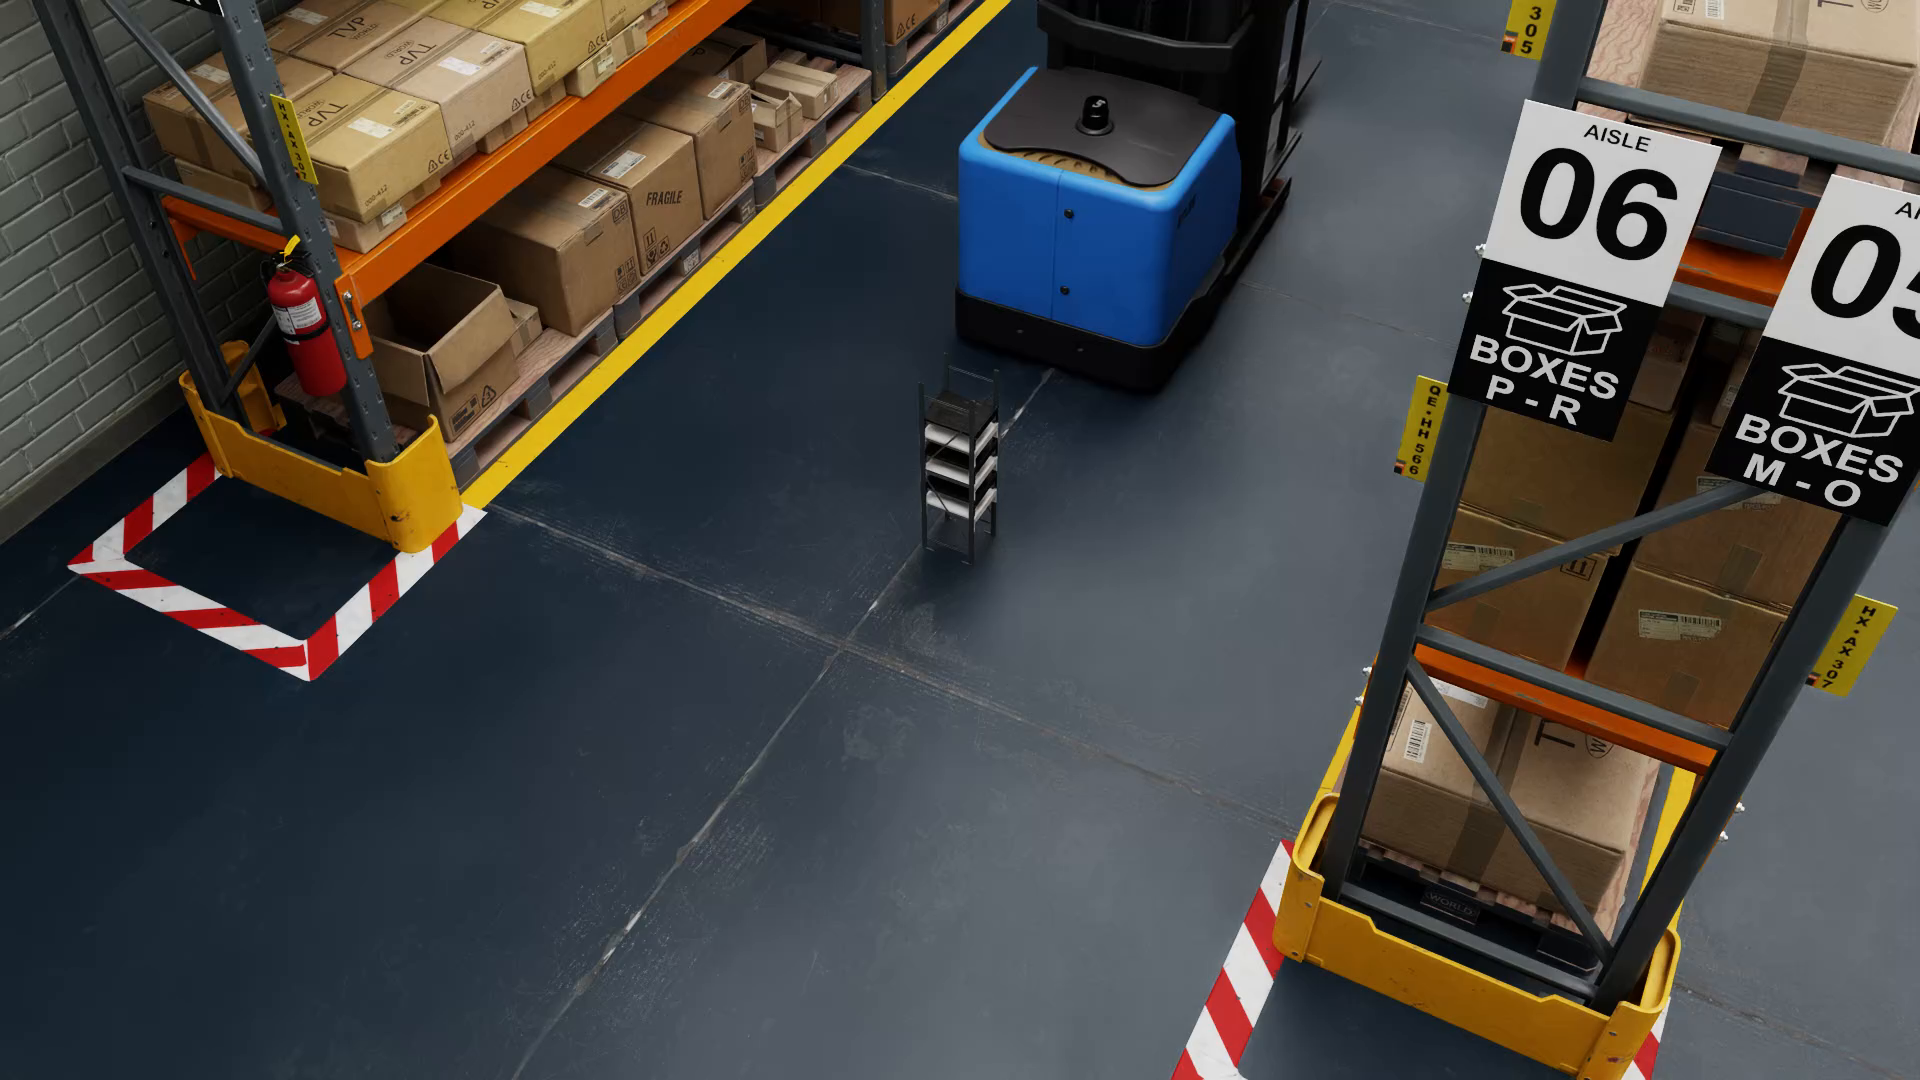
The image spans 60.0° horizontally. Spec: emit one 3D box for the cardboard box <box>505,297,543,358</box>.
[{"bbox_3d":[-2.147,-0.989,7.607,0.380,0.149,0.250,19,48,18],"label":"cardboard box"}]

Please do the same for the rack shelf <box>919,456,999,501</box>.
[{"bbox_3d":[-0.004,-0.288,6.728,0.258,0.077,0.200,20,49,19],"label":"rack shelf"}]

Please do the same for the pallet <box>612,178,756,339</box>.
[{"bbox_3d":[-1.775,-1.570,8.434,1.003,0.211,1.213,20,49,19],"label":"pallet"}]

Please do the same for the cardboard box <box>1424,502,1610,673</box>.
[{"bbox_3d":[1.641,-0.024,4.875,0.500,0.500,0.500,21,49,19],"label":"cardboard box"}]

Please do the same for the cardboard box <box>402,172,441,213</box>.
[{"bbox_3d":[-2.274,-1.438,6.519,0.380,0.149,0.250,22,49,20],"label":"cardboard box"}]

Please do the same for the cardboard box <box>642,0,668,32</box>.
[{"bbox_3d":[-1.546,-2.416,7.485,0.380,0.149,0.250,20,49,19],"label":"cardboard box"}]

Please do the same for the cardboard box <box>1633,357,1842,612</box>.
[{"bbox_3d":[2.127,-0.193,4.338,0.500,0.500,0.500,19,48,18],"label":"cardboard box"}]

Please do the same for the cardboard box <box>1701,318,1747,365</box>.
[{"bbox_3d":[2.120,-0.533,4.219,0.380,0.149,0.250,22,49,20],"label":"cardboard box"}]

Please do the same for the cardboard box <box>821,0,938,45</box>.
[{"bbox_3d":[-0.466,-3.254,9.599,0.500,0.500,0.500,22,49,21],"label":"cardboard box"}]

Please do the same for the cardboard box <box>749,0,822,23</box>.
[{"bbox_3d":[-0.924,-3.430,9.773,0.500,0.500,0.500,20,49,19],"label":"cardboard box"}]

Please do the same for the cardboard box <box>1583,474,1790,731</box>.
[{"bbox_3d":[2.129,0.159,4.693,0.500,0.500,0.500,20,49,19],"label":"cardboard box"}]

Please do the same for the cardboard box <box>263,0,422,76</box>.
[{"bbox_3d":[-2.528,-1.988,6.782,0.500,0.250,0.500,21,49,19],"label":"cardboard box"}]

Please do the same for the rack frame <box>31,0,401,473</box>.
[{"bbox_3d":[-2.747,-1.234,6.141,1.000,3.000,0.127,20,49,19],"label":"rack frame"}]

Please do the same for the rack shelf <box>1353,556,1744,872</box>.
[{"bbox_3d":[2.580,-0.605,6.025,1.077,0.370,4.000,20,49,19],"label":"rack shelf"}]

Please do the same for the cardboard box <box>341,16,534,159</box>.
[{"bbox_3d":[-2.064,-1.801,6.597,0.500,0.250,0.500,21,49,19],"label":"cardboard box"}]

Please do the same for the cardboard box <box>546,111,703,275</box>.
[{"bbox_3d":[-1.614,-1.683,8.047,0.500,0.500,0.500,21,49,20],"label":"cardboard box"}]

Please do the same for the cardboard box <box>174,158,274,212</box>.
[{"bbox_3d":[-2.831,-1.444,6.524,0.380,0.149,0.250,20,49,19],"label":"cardboard box"}]

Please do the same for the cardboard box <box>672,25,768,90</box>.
[{"bbox_3d":[-1.406,-2.619,9.104,0.500,0.311,0.500,22,49,20],"label":"cardboard box"}]

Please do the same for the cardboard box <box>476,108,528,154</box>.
[{"bbox_3d":[-2.011,-1.754,6.831,0.380,0.149,0.250,22,49,20],"label":"cardboard box"}]

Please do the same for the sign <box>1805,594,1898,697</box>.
[{"bbox_3d":[2.140,0.257,4.003,0.100,0.325,0.005,20,49,19],"label":"sign"}]

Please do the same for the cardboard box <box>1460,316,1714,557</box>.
[{"bbox_3d":[1.664,-0.367,4.510,0.500,0.500,0.500,22,49,20],"label":"cardboard box"}]

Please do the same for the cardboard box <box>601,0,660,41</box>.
[{"bbox_3d":[-1.613,-2.450,7.239,0.500,0.250,0.500,19,48,18],"label":"cardboard box"}]

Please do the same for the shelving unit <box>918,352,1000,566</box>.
[{"bbox_3d":[-0.004,-0.311,6.705,0.258,0.900,0.210,20,49,19],"label":"shelving unit"}]

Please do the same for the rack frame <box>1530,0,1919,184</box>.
[{"bbox_3d":[1.651,-1.707,2.390,1.000,3.000,0.127,20,49,19],"label":"rack frame"}]

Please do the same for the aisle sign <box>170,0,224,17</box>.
[{"bbox_3d":[-2.518,-2.008,5.078,0.394,0.787,0.004,20,49,19],"label":"aisle sign"}]

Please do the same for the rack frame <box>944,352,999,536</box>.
[{"bbox_3d":[0.043,-0.375,6.768,0.240,0.900,0.006,20,49,19],"label":"rack frame"}]

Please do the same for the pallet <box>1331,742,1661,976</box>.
[{"bbox_3d":[1.953,0.853,6.039,1.003,0.211,1.213,20,49,19],"label":"pallet"}]

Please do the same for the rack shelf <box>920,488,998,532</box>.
[{"bbox_3d":[-0.004,-0.161,6.857,0.258,0.077,0.200,20,49,19],"label":"rack shelf"}]

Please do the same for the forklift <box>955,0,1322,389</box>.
[{"bbox_3d":[1.084,-2.774,7.711,1.130,2.935,3.031,19,48,18],"label":"forklift"}]

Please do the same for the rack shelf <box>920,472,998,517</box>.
[{"bbox_3d":[-0.004,-0.225,6.793,0.258,0.077,0.200,20,49,19],"label":"rack shelf"}]

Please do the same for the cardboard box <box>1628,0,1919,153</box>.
[{"bbox_3d":[1.781,-1.096,3.635,0.500,0.250,0.500,16,48,15],"label":"cardboard box"}]

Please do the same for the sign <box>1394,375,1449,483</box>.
[{"bbox_3d":[1.177,-0.276,4.213,0.100,0.325,0.005,20,49,19],"label":"sign"}]

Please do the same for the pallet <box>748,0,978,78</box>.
[{"bbox_3d":[-0.546,-3.299,10.142,1.003,0.211,1.213,20,49,19],"label":"pallet"}]

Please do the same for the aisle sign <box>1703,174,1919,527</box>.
[{"bbox_3d":[1.875,-0.371,3.459,0.394,0.787,0.004,20,49,19],"label":"aisle sign"}]

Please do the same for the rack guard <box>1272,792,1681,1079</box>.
[{"bbox_3d":[1.640,1.296,5.398,1.175,0.500,0.348,20,49,19],"label":"rack guard"}]

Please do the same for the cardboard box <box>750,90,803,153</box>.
[{"bbox_3d":[-1.054,-2.268,8.789,0.396,0.266,0.258,22,49,20],"label":"cardboard box"}]

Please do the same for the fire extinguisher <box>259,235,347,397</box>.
[{"bbox_3d":[-2.406,-0.831,6.059,0.296,0.674,0.183,20,49,19],"label":"fire extinguisher"}]

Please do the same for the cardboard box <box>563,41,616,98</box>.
[{"bbox_3d":[-1.709,-2.058,7.131,0.380,0.149,0.250,19,48,18],"label":"cardboard box"}]
